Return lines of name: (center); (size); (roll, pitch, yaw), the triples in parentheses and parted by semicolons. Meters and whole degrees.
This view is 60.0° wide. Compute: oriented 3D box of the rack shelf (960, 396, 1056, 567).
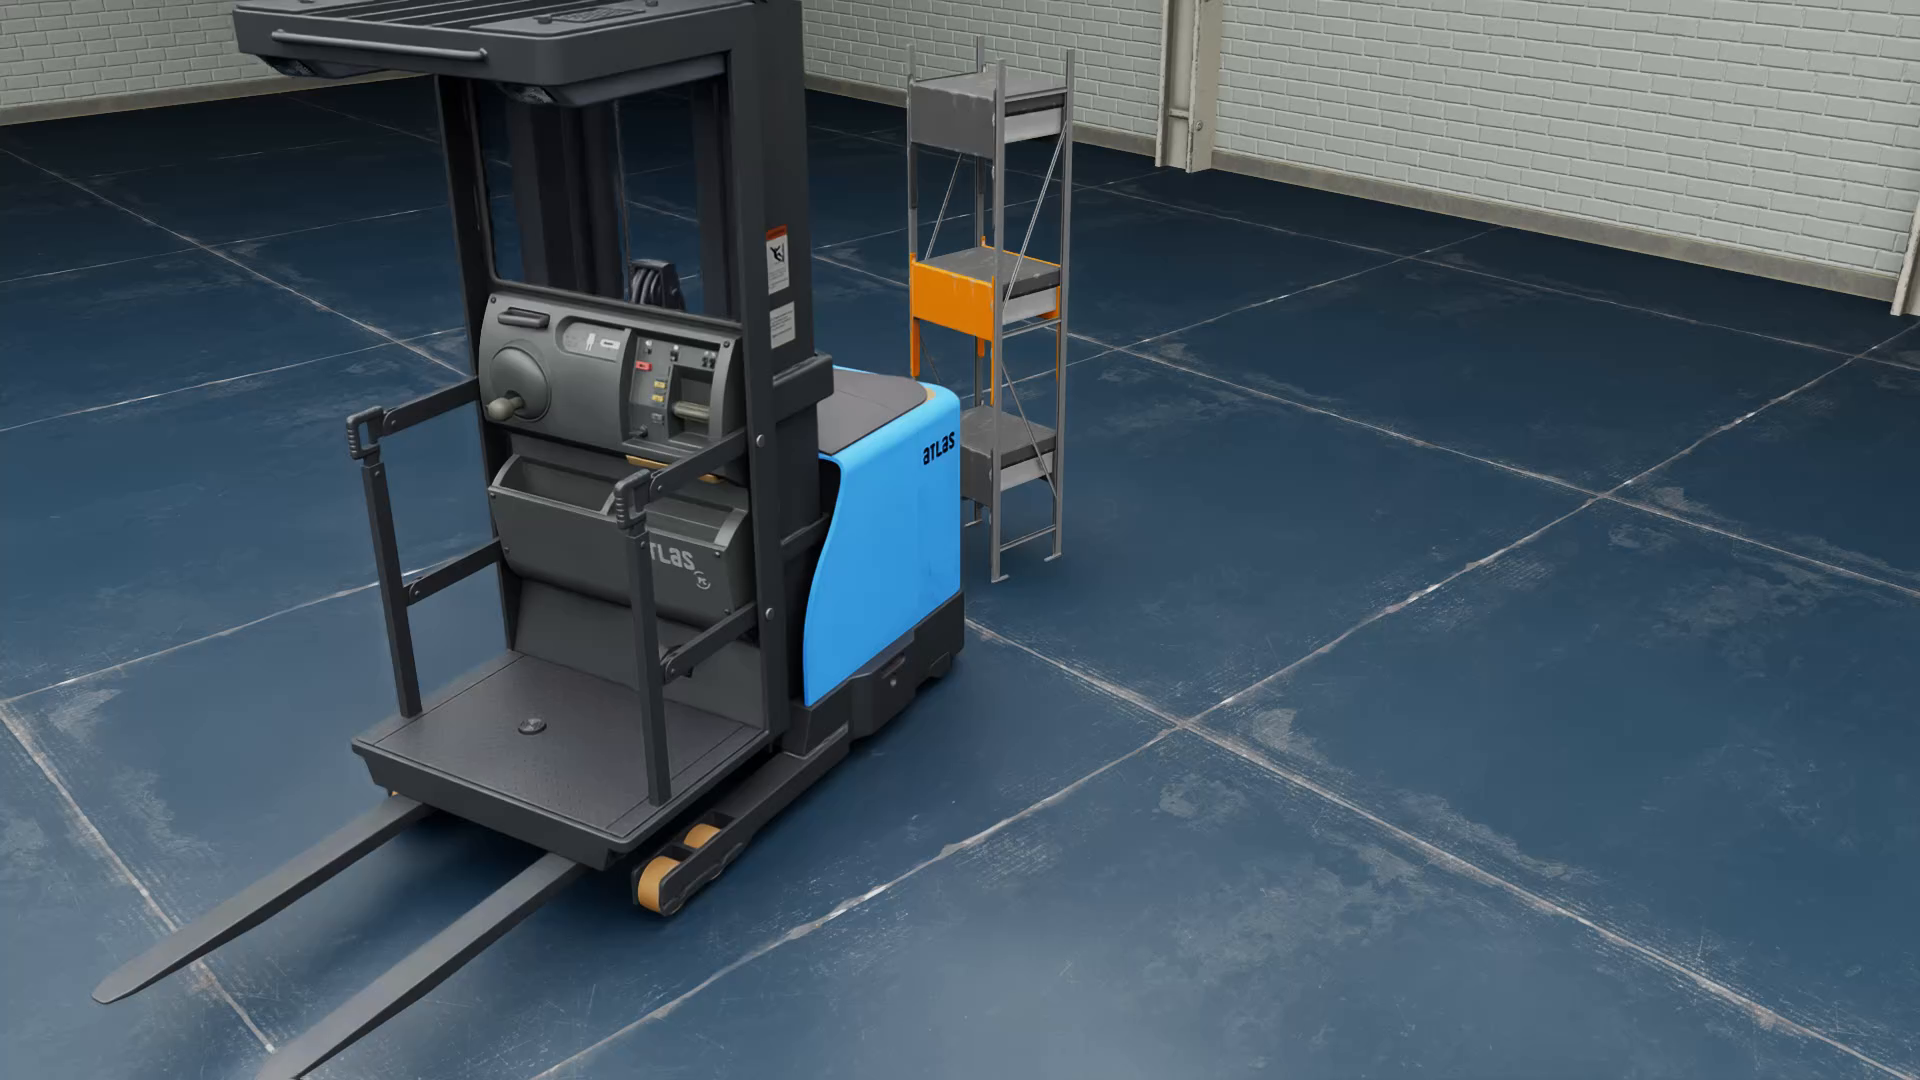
rack shelf: (0.113, -0.256, 7.000); (0.431, 0.518, 0.480); (-21, 32, -38)

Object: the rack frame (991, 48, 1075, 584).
rack frame: (0.280, -0.831, 6.542); (0.400, 2.100, 0.015); (-21, 32, -38)

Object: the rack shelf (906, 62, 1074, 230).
rack shelf: (0.113, -1.530, 6.419); (0.431, 0.518, 0.480); (-21, 32, -38)

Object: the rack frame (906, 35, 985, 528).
rack frame: (-0.054, -0.979, 6.866); (0.400, 2.100, 0.015); (-21, 32, -38)

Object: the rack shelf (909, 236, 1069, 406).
rack shelf: (0.113, -0.893, 6.710); (0.431, 0.518, 0.480); (-21, 32, -38)

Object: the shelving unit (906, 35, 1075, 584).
shelving unit: (0.113, -0.905, 6.704); (0.431, 2.100, 0.503); (-21, 32, -38)

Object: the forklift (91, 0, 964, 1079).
forklift: (-1.153, -0.457, 4.721); (1.130, 2.935, 3.031); (13, 28, 27)

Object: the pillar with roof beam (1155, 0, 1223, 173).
pillar with roof beam: (-1.220, -6.080, 9.734); (9.100, 9.000, 0.400); (-21, 32, -38)

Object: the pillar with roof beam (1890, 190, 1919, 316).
pillar with roof beam: (2.881, -4.262, 5.750); (9.100, 9.000, 0.400); (-21, 32, -38)
